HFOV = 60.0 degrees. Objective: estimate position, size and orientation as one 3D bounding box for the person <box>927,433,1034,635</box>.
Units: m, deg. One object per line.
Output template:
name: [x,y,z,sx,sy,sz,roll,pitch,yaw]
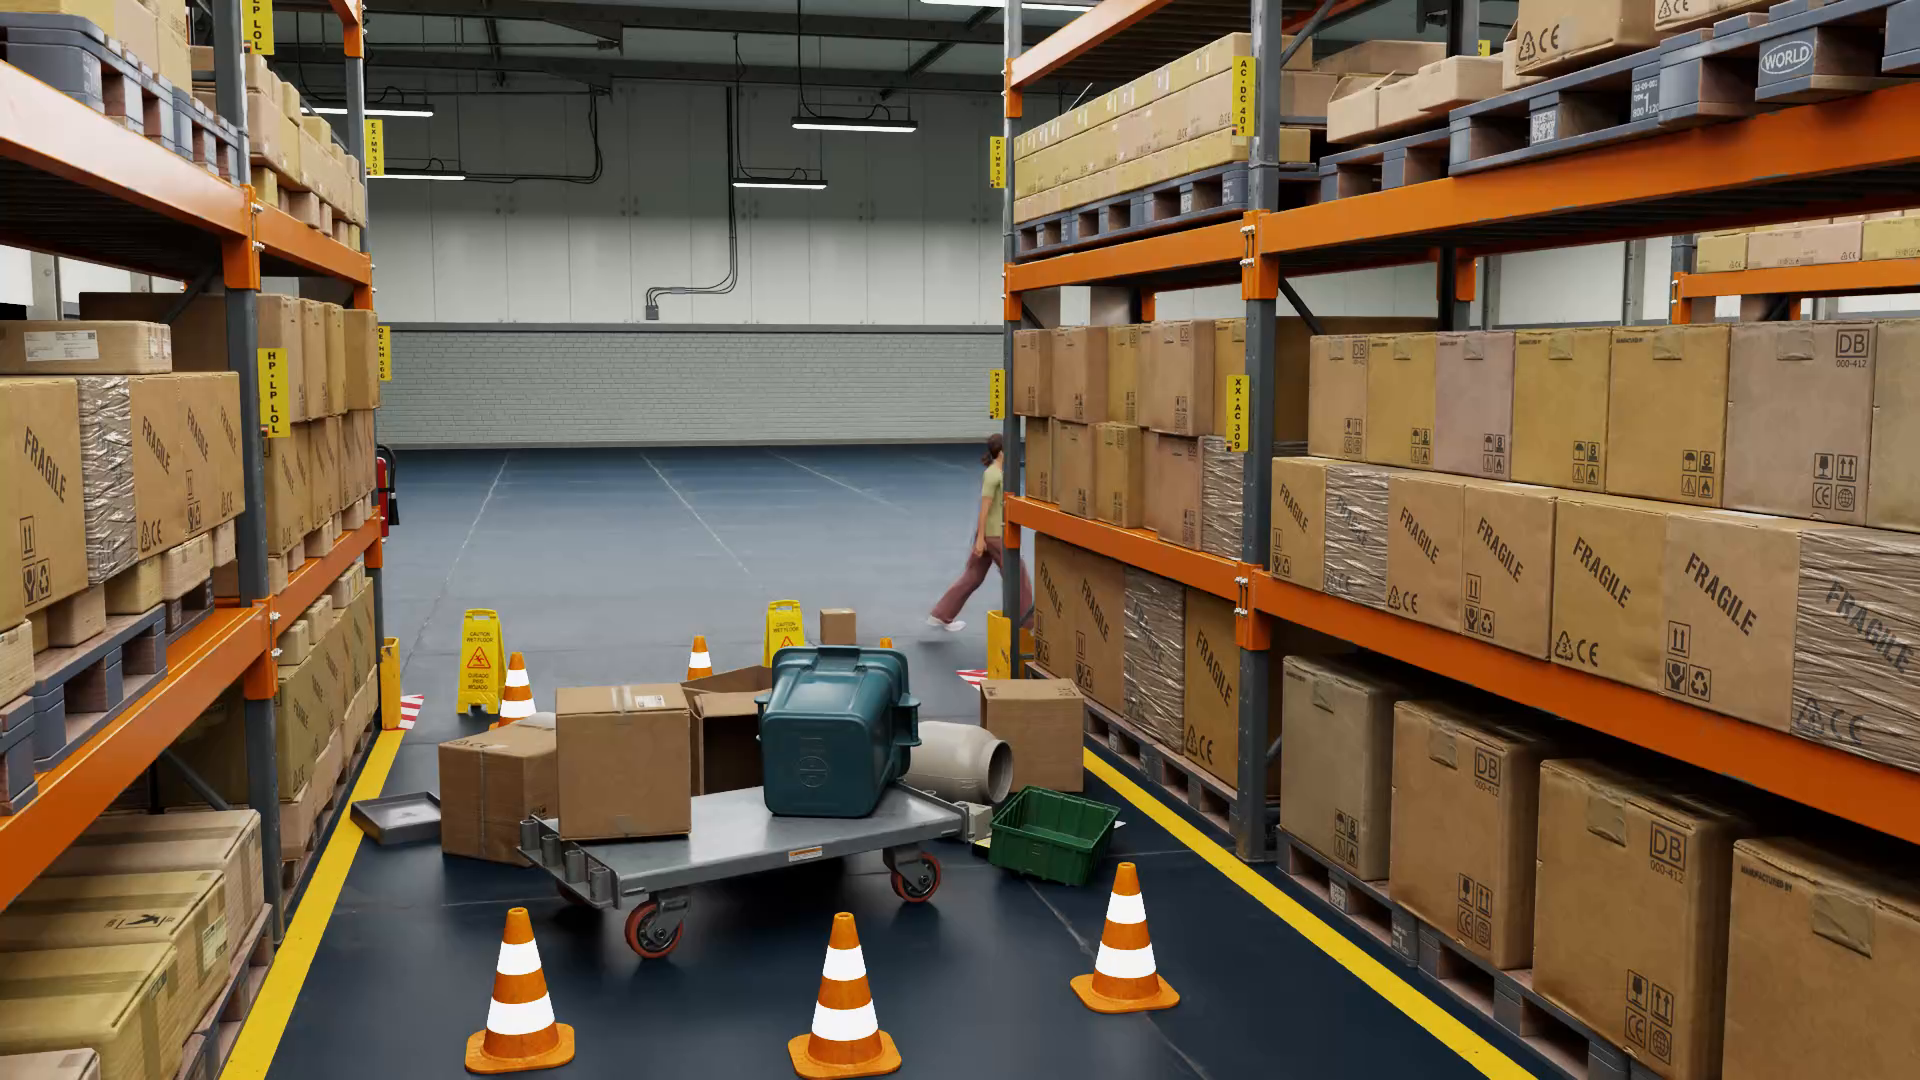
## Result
person: [0.261,-0.035,13.078,1.053,1.615,0.464,0,6,-3]
